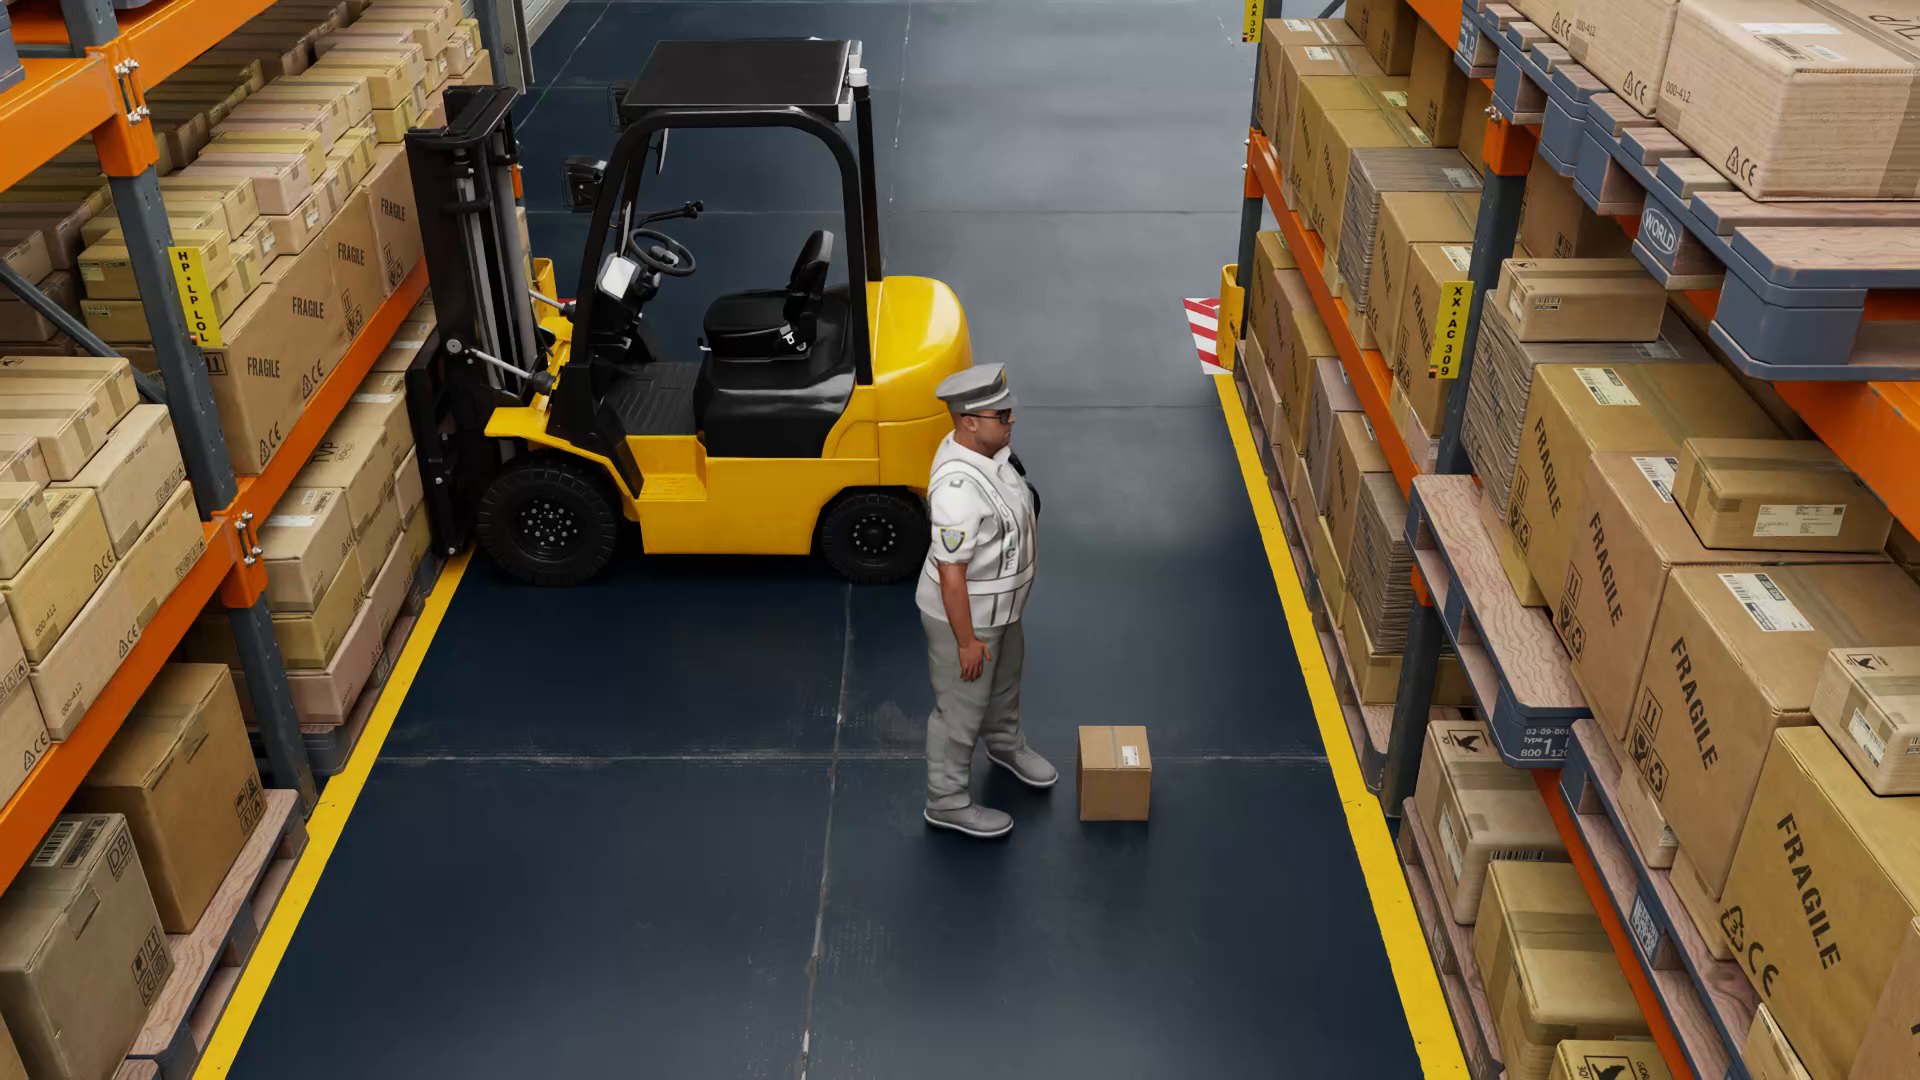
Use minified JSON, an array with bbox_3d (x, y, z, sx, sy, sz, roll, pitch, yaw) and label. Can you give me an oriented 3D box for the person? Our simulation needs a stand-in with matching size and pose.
[{"bbox_3d":[0.101,0.210,5.736,0.491,1.777,0.578,7,32,11],"label":"person"}]
